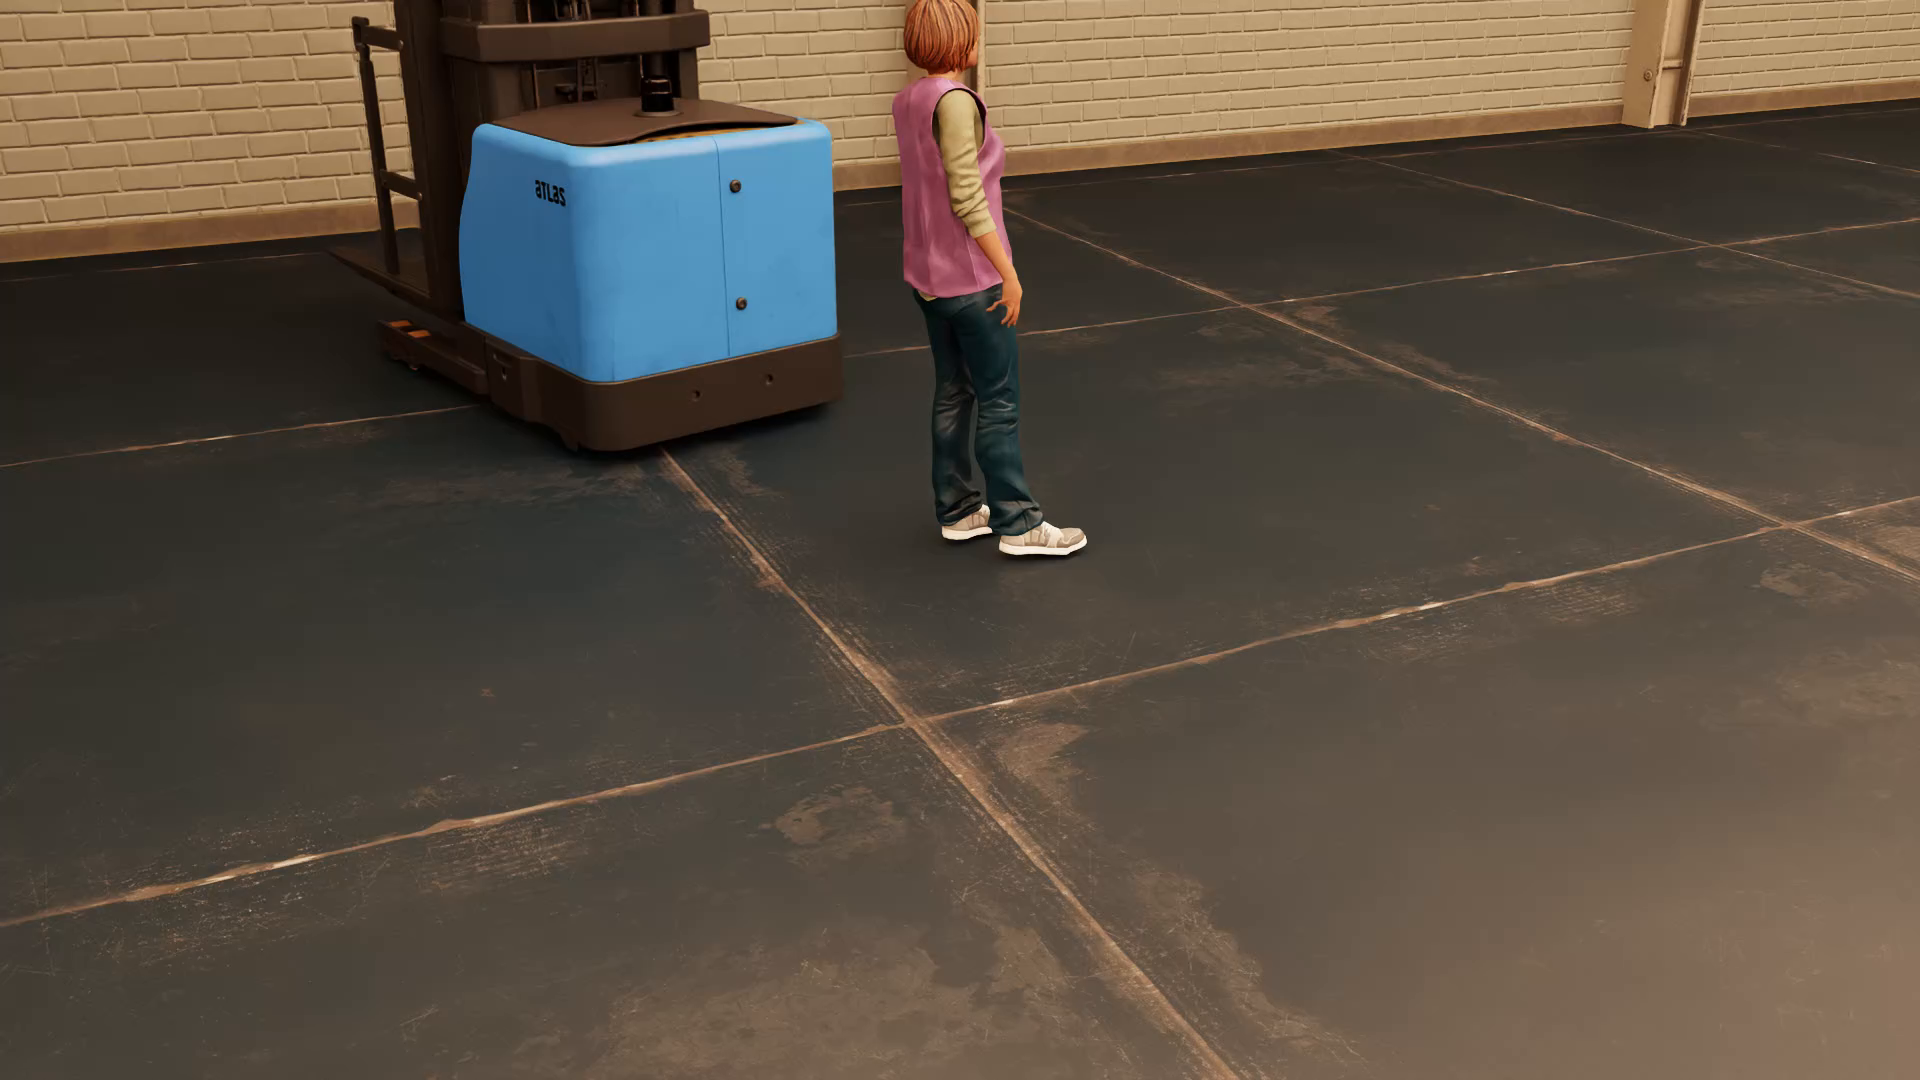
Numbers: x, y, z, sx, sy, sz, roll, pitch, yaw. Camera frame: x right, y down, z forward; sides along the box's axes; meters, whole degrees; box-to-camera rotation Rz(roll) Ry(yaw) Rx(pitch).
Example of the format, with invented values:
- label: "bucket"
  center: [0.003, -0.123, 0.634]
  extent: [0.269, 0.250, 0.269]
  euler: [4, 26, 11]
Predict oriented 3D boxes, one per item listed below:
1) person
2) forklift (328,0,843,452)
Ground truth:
- label: "person"
  center: [0.073, -0.751, 4.816]
  extent: [0.473, 1.599, 0.521]
  euler: [-10, 25, -23]
- label: "forklift"
  center: [-1.758, -2.148, 6.456]
  extent: [1.130, 2.935, 3.031]
  euler: [-17, 28, -36]
